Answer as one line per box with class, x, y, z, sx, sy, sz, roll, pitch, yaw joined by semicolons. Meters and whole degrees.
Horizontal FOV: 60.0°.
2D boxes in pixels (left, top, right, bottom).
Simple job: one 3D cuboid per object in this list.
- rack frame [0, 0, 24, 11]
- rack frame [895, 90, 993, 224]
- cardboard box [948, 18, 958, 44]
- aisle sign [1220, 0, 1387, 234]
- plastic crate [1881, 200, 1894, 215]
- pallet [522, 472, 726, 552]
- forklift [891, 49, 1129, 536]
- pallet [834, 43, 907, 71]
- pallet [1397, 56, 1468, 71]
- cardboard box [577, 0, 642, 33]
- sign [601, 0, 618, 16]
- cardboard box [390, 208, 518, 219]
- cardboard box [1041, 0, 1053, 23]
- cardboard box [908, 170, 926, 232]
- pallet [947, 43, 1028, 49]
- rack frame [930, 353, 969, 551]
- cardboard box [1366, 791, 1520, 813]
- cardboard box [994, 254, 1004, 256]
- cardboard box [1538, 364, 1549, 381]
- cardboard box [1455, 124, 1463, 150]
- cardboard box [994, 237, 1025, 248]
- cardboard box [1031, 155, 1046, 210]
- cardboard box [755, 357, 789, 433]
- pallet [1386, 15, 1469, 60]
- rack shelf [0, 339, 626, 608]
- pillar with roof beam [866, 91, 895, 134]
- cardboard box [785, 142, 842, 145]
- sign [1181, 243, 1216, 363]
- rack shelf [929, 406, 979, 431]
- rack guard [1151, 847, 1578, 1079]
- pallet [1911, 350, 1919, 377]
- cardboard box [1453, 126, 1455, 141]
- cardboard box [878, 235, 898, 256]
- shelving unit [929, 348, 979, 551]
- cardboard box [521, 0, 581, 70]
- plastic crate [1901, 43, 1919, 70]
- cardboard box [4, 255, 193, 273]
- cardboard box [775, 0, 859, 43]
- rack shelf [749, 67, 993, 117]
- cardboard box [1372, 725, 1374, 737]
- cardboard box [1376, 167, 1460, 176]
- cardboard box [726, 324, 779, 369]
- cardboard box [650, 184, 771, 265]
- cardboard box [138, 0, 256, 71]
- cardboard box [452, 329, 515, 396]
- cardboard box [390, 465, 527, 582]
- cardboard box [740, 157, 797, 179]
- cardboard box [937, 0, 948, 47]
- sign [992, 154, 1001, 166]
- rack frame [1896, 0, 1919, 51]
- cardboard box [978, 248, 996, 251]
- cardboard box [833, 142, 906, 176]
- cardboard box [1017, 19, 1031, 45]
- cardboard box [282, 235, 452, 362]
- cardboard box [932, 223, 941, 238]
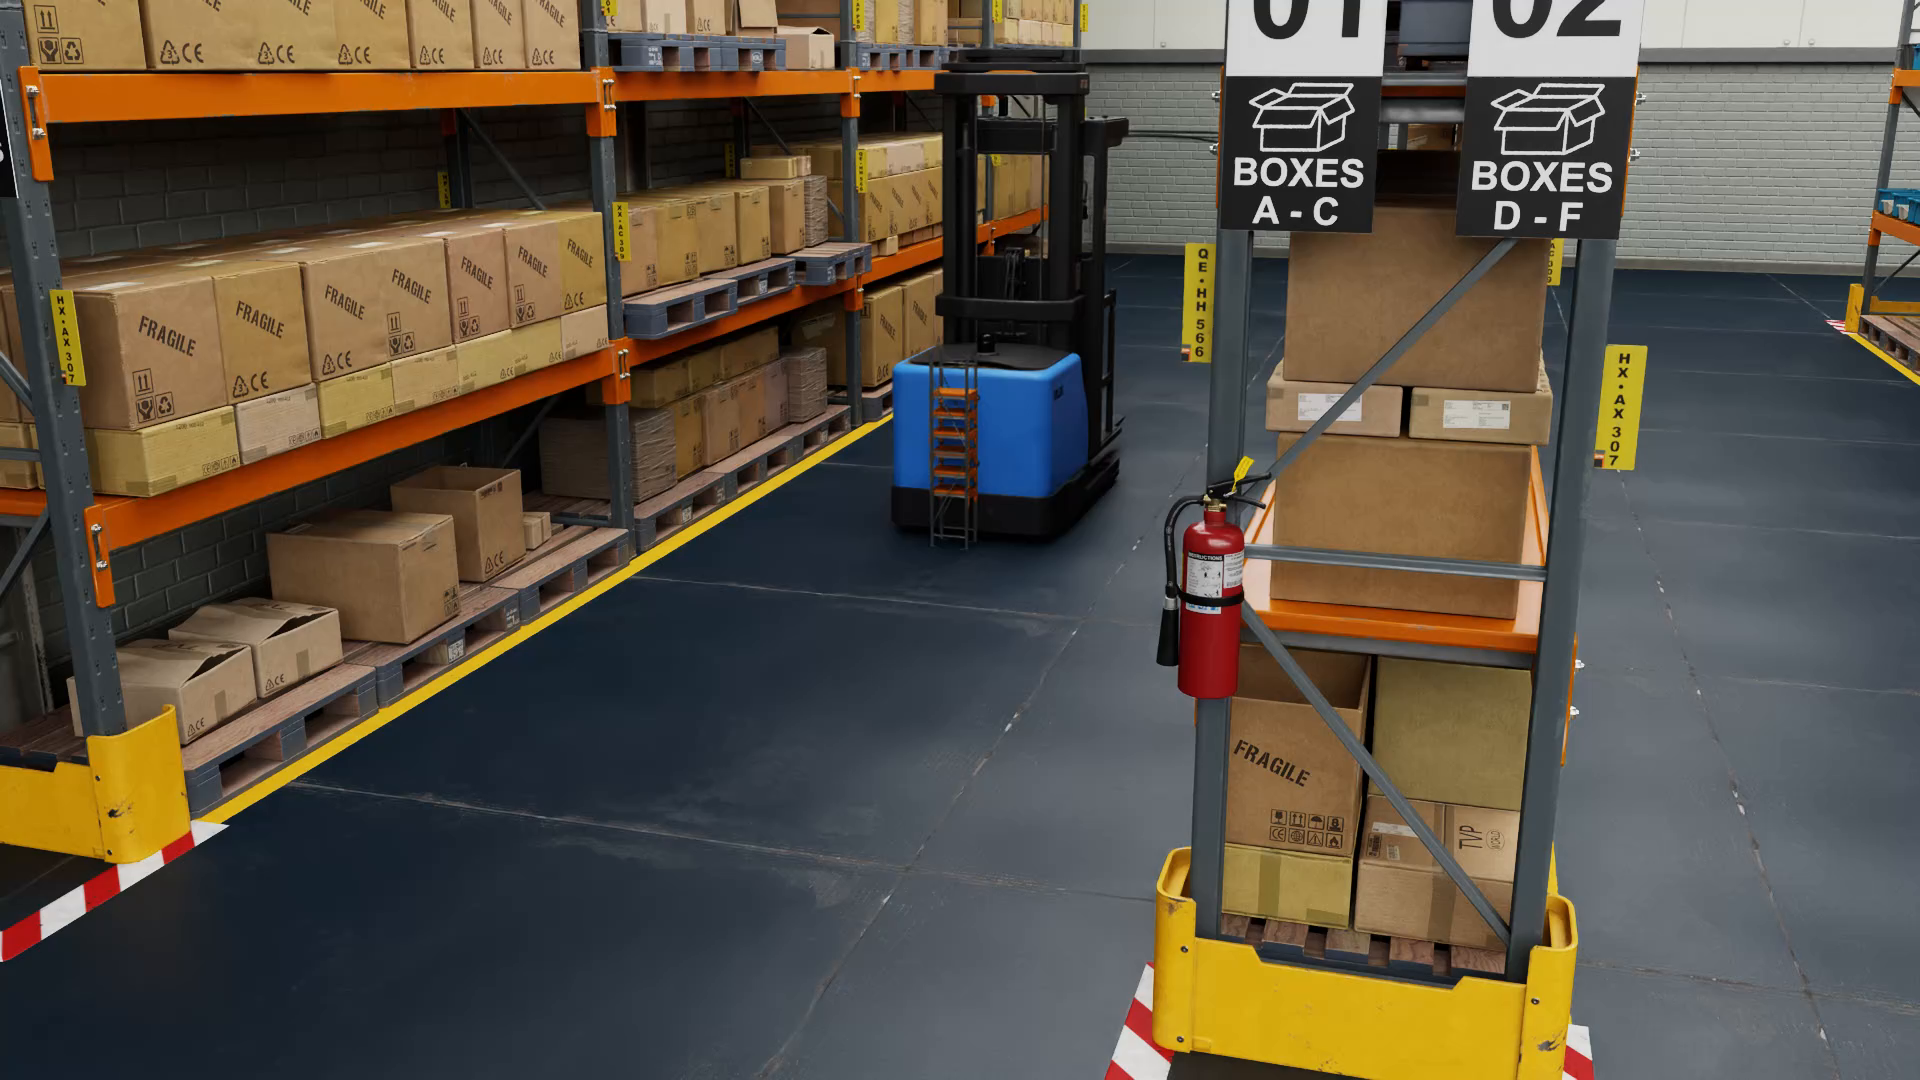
rack frame;-3.571;-3.202;5.128;1.000;3.000;0.127;5;16;16
rack frame;-0.160;-3.455;17.015;1.000;3.000;0.127;5;16;16
cardboard box;-0.191;-5.274;17.250;0.500;0.250;0.500;5;17;16
aisle sign;0.880;-1.189;4.260;0.394;0.787;0.004;5;16;16
plastic crate;9.919;-3.519;17.613;0.250;0.136;0.298;5;16;16
pallet;-2.214;-0.225;10.735;1.003;0.211;1.213;5;16;16
forklift;0.497;-1.795;11.286;1.130;2.935;3.031;5;17;17
pallet;-1.165;-3.934;13.550;1.213;0.211;1.003;5;17;18
pallet;3.031;-2.901;9.908;1.003;0.211;1.213;5;17;18
cardboard box;-2.202;-3.192;9.638;0.500;0.500;0.500;7;17;24
sign;-1.912;-3.014;9.015;0.100;0.325;0.005;5;16;16
cardboard box;-2.768;-1.554;9.175;0.500;0.500;0.500;4;16;15
cardboard box;0.737;-6.004;18.450;0.500;0.500;0.500;4;16;13
cardboard box;-0.614;-2.983;14.584;0.500;0.500;0.500;5;16;16
pallet;0.082;-5.069;17.369;1.003;0.211;1.213;5;16;16
rack frame;-0.065;-0.522;9.972;0.240;1.200;0.006;5;17;17
cardboard box;1.684;0.934;5.809;0.500;0.250;0.500;5;16;16
cardboard box;0.423;-3.030;18.138;0.380;0.149;0.250;5;17;18
cardboard box;1.570;-0.448;5.040;0.380;0.149;0.250;4;16;14
cardboard box;4.994;-3.703;15.872;0.500;0.500;0.500;5;17;17
cardboard box;0.574;-3.538;19.929;0.380;0.149;0.250;5;16;16
cardboard box;0.419;-4.122;18.815;0.980;0.700;0.700;4;16;13
cardboard box;-1.710;-1.100;12.485;0.700;0.500;0.500;5;16;16
pallet;1.750;-1.836;5.972;1.003;0.211;1.213;5;16;16
rack shelf;-3.002;-0.493;7.889;1.077;0.370;4.000;5;16;16
pillar with roof beam;3.337;-6.258;15.901;9.100;9.000;0.400;5;16;16
cardboard box;-1.266;-3.245;14.132;0.500;0.250;0.500;4;16;14
sign;0.664;-0.649;4.566;0.100;0.325;0.005;5;16;16
rack shelf;-0.038;-0.734;10.003;0.258;0.103;0.180;5;17;17
rack guard;1.173;1.276;4.914;1.175;0.500;0.348;5;16;16
pallet;9.510;-1.541;15.376;1.003;0.211;1.213;5;16;16
cardboard box;4.916;-4.151;17.453;0.500;0.500;0.500;4;16;15
cardboard box;-0.745;-2.494;14.049;0.380;0.149;0.250;5;17;18
shelving unit;-0.038;-0.546;10.056;0.258;1.200;0.189;5;17;17
cardboard box;-2.341;-2.711;8.674;0.500;0.500;0.500;5;17;17
plastic crate;10.098;-5.035;17.325;0.497;0.269;0.590;5;16;16
cardboard box;-3.488;-0.885;6.816;0.500;0.500;0.500;5;17;17
cardboard box;-1.217;-4.241;13.297;0.700;0.500;0.500;3;16;12
rack shelf;-0.729;-4.029;14.859;1.077;0.370;4.000;5;16;16
cardboard box;1.816;0.441;6.171;0.500;0.500;0.500;5;16;16
cardboard box;1.769;-1.141;6.294;0.700;0.500;0.500;5;16;16
cardboard box;-1.674;-1.442;12.317;0.500;0.250;0.500;5;17;17
cardboard box;-1.754;-2.217;11.660;0.700;0.500;0.500;5;16;16
cardboard box;-3.049;-2.023;6.246;0.500;0.500;0.500;6;17;20
cardboard box;-2.556;-0.890;8.208;0.500;0.250;0.500;5;16;16
cardboard box;-2.691;-0.097;8.949;0.500;0.500;0.500;3;16;12
cardboard box;-1.444;-2.803;12.536;0.380;0.149;0.250;2;16;7
cardboard box;-0.516;-4.937;15.750;0.700;0.500;0.500;4;16;13
sign;0.363;-3.935;16.728;0.100;0.325;0.005;5;16;16
rack frame;10.475;-6.620;17.177;1.000;3.000;0.127;5;16;16
cardboard box;0.214;-3.205;18.755;0.380;0.149;0.250;5;17;16
cardboard box;-0.769;-3.210;14.010;0.500;0.250;0.500;4;16;15
cardboard box;0.447;-5.369;17.586;0.500;0.250;0.500;4;16;15
cardboard box;-2.709;-1.115;7.627;0.500;0.500;0.500;5;17;18
cardboard box;-0.388;-2.905;15.497;0.380;0.149;0.250;4;16;14
